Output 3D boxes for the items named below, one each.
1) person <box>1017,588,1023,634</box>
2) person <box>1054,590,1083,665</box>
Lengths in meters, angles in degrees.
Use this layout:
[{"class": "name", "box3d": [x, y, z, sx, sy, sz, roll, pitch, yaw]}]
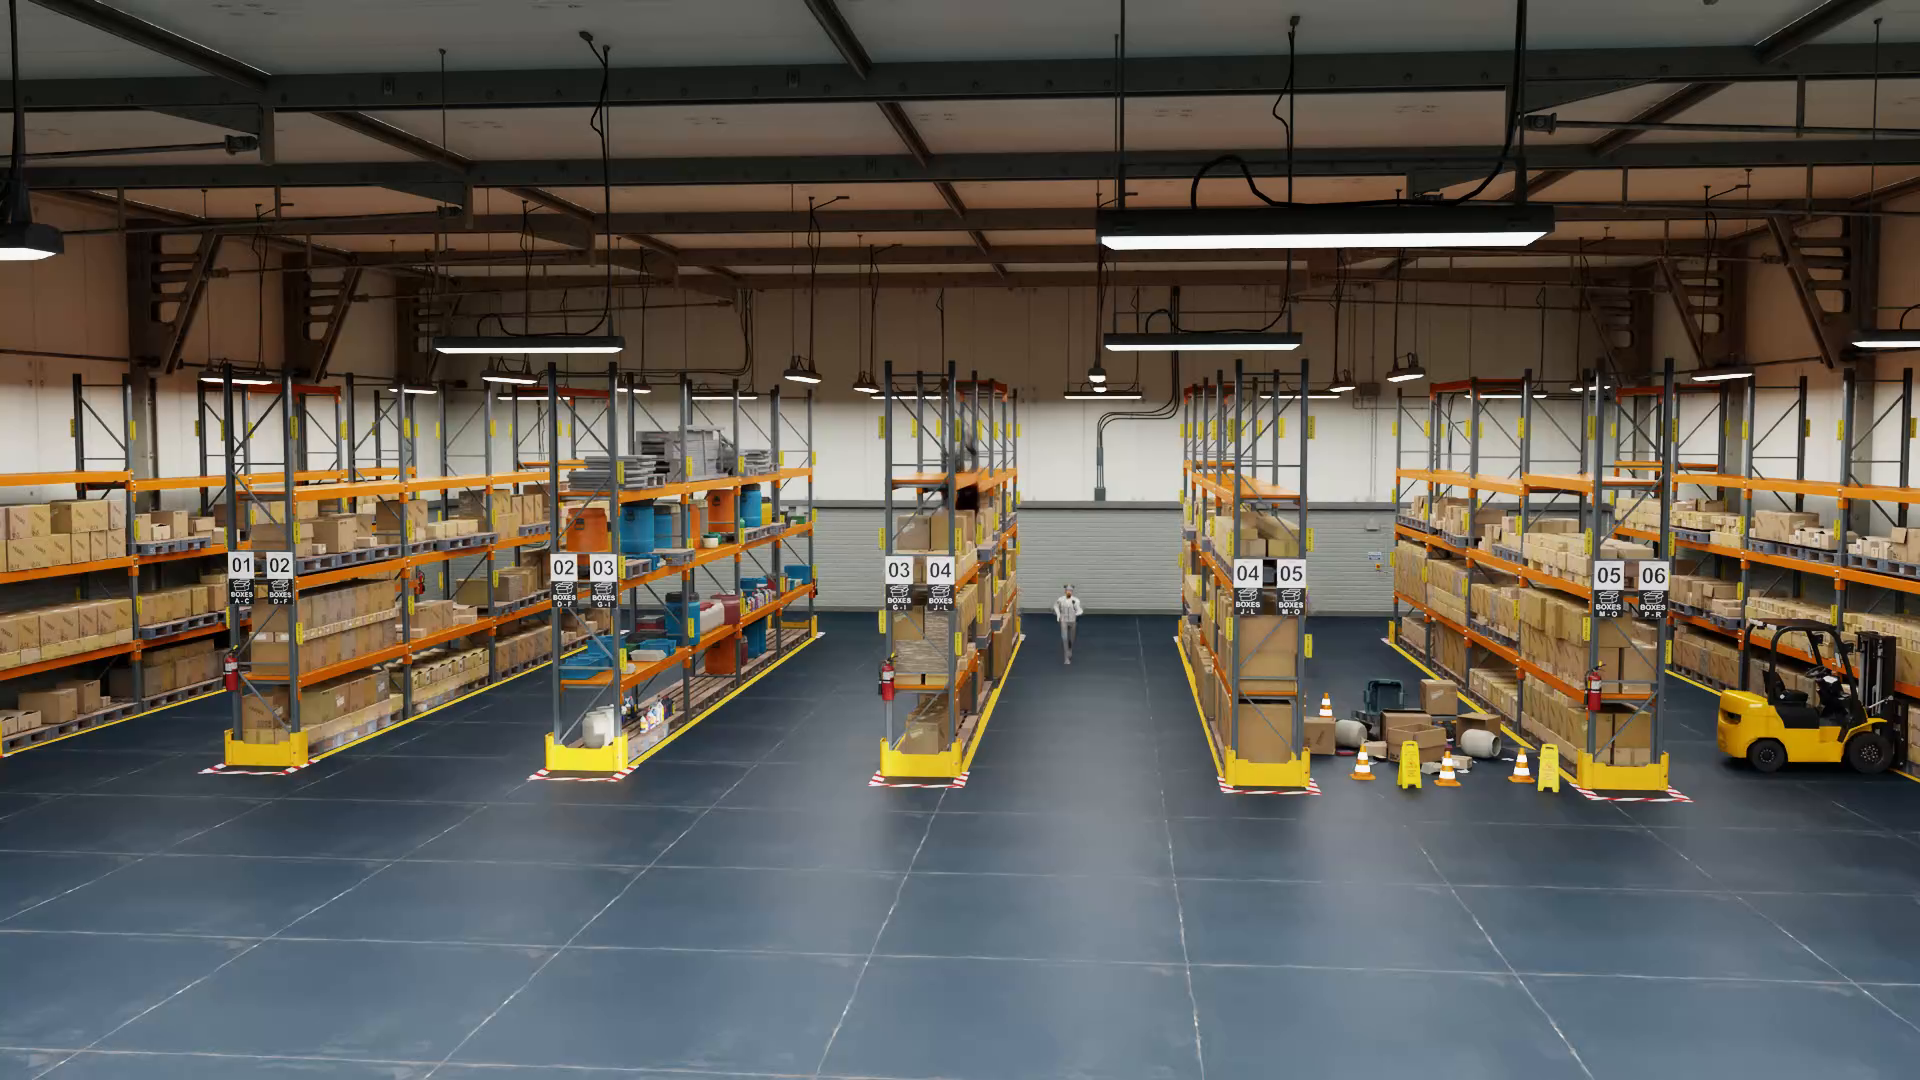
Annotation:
[{"class": "person", "box3d": [1.162, 1.440, 41.119, 0.813, 1.757, 0.700, 2, 4, 32]}, {"class": "person", "box3d": [2.343, 1.816, 35.909, 0.617, 1.665, 0.901, 0, 4, 2]}]
